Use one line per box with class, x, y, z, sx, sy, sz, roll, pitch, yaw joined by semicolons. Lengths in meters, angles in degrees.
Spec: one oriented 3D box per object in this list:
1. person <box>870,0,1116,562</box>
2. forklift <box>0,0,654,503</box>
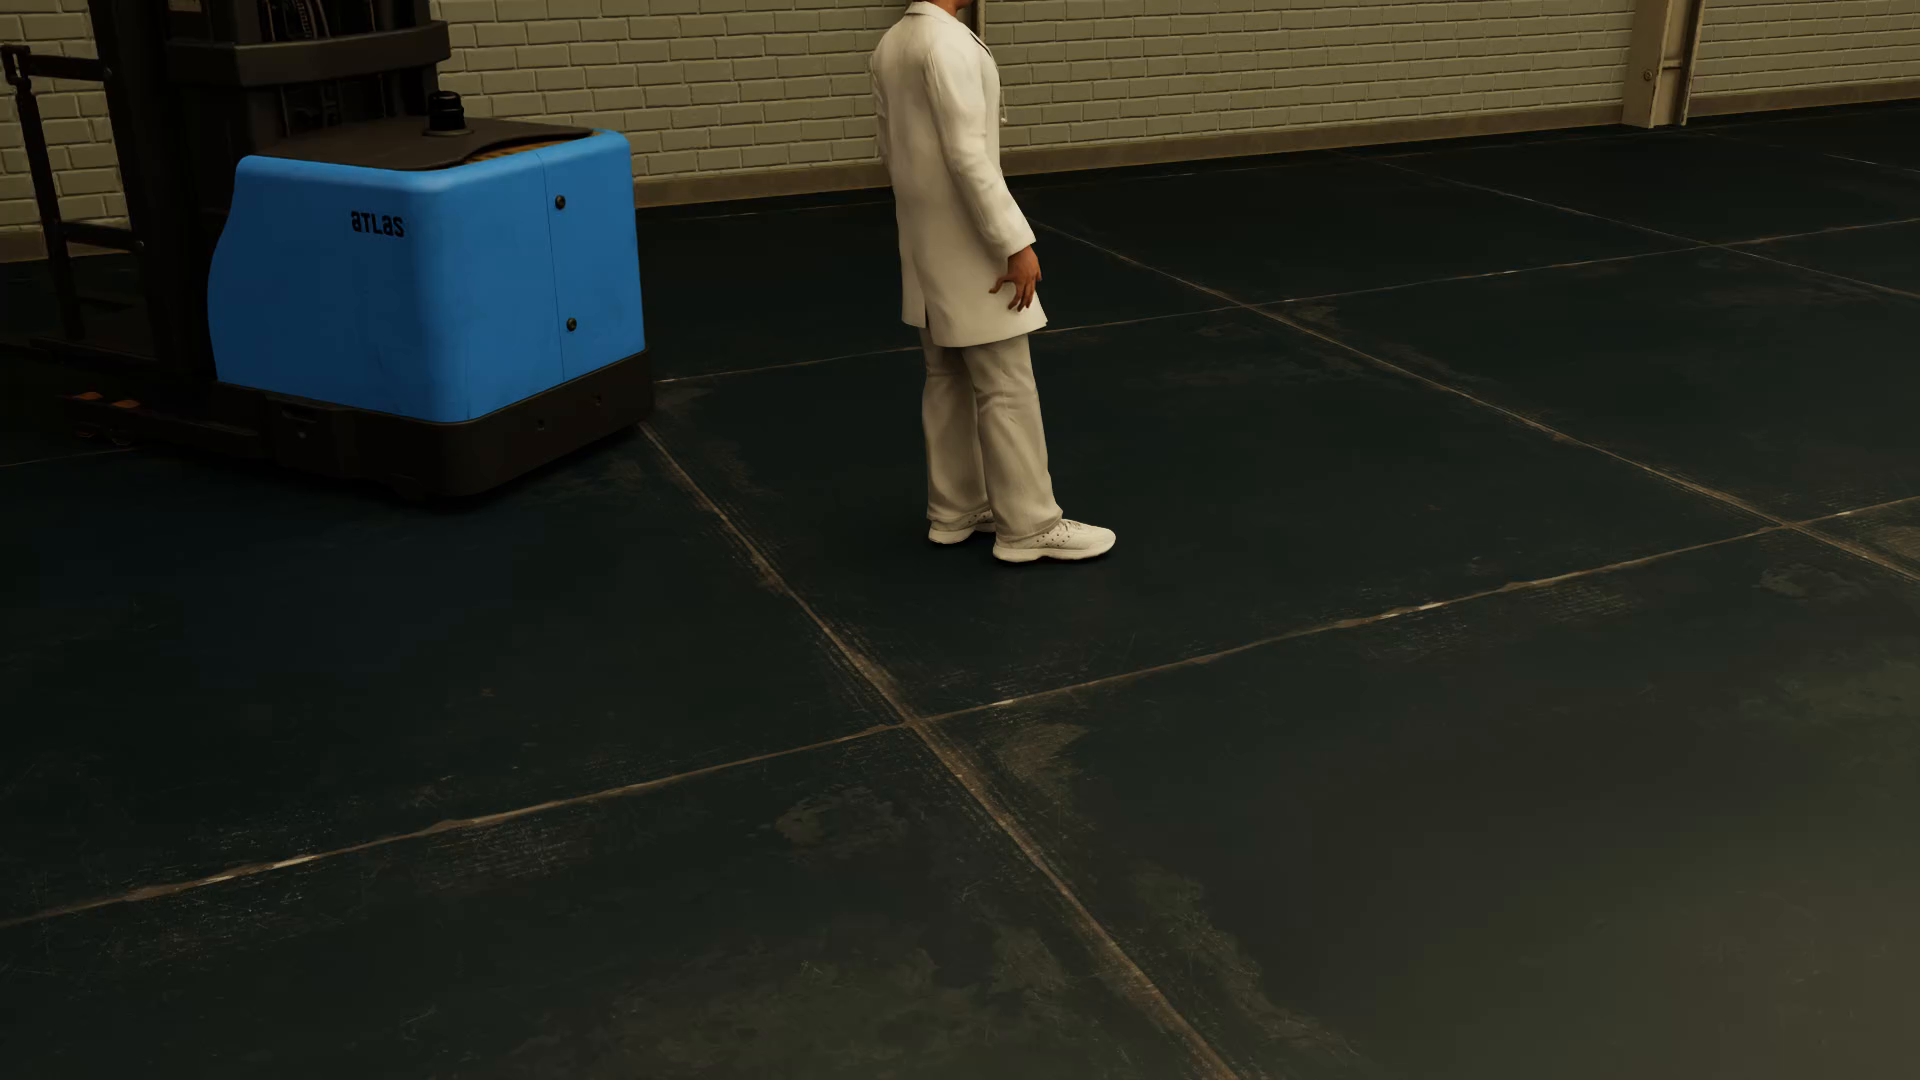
person;0.085;-0.841;4.795;0.578;1.777;0.698;-10;25;-23
forklift;-2.660;-1.853;5.746;3.031;2.935;1.130;11;25;25
